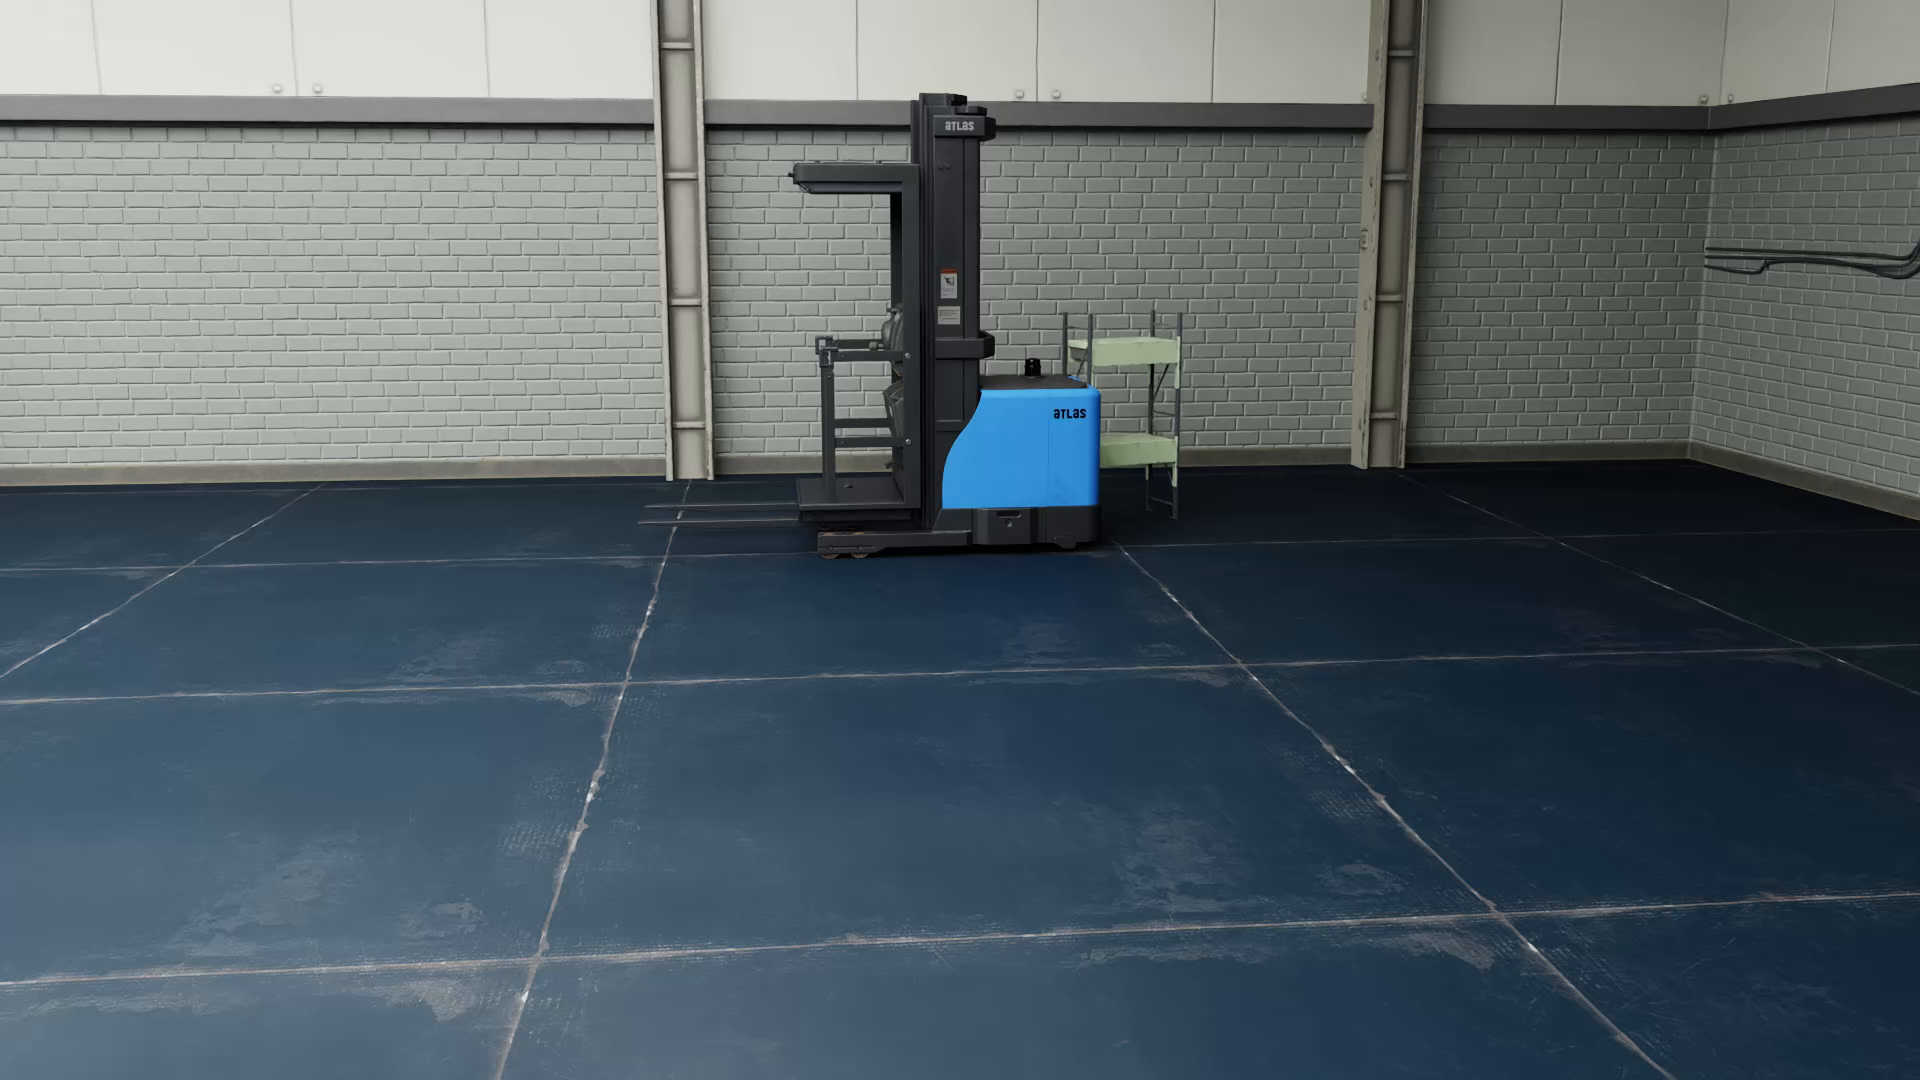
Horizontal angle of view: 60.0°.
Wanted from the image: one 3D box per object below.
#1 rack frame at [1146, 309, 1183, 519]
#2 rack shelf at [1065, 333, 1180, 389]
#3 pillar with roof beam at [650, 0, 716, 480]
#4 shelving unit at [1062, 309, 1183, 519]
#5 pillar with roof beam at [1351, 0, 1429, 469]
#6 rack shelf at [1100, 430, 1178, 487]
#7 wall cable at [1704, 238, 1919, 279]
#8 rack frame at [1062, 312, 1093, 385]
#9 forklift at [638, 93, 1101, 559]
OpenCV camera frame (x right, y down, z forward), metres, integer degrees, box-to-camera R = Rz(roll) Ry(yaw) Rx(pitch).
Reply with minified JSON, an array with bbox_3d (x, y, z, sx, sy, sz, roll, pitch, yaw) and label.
[{"bbox_3d":[1.493,-0.923,12.174,0.023,1.500,0.400,-5,12,-25],"label":"rack frame"},{"bbox_3d":[1.162,-1.276,11.946,0.720,0.370,0.431,-5,12,-25],"label":"rack shelf"},{"bbox_3d":[-1.810,-4.122,9.005,0.400,9.000,9.100,-1,11,-6],"label":"pillar with roof beam"},{"bbox_3d":[1.162,-0.893,12.021,0.755,1.500,0.431,-5,12,-25],"label":"shelving unit"},{"bbox_3d":[4.155,-4.247,9.641,0.400,9.000,9.100,-1,11,-6],"label":"pillar with roof beam"},{"bbox_3d":[1.162,-0.573,12.084,0.720,0.370,0.431,-5,12,-25],"label":"rack shelf"},{"bbox_3d":[6.762,-3.356,13.162,0.112,2.526,3.097,-1,11,-6],"label":"wall cable"},{"bbox_3d":[0.831,-0.863,11.869,0.023,1.500,0.400,-5,12,-25],"label":"rack frame"},{"bbox_3d":[-0.620,-1.425,11.018,3.031,2.935,1.130,-1,11,-6],"label":"forklift"}]
